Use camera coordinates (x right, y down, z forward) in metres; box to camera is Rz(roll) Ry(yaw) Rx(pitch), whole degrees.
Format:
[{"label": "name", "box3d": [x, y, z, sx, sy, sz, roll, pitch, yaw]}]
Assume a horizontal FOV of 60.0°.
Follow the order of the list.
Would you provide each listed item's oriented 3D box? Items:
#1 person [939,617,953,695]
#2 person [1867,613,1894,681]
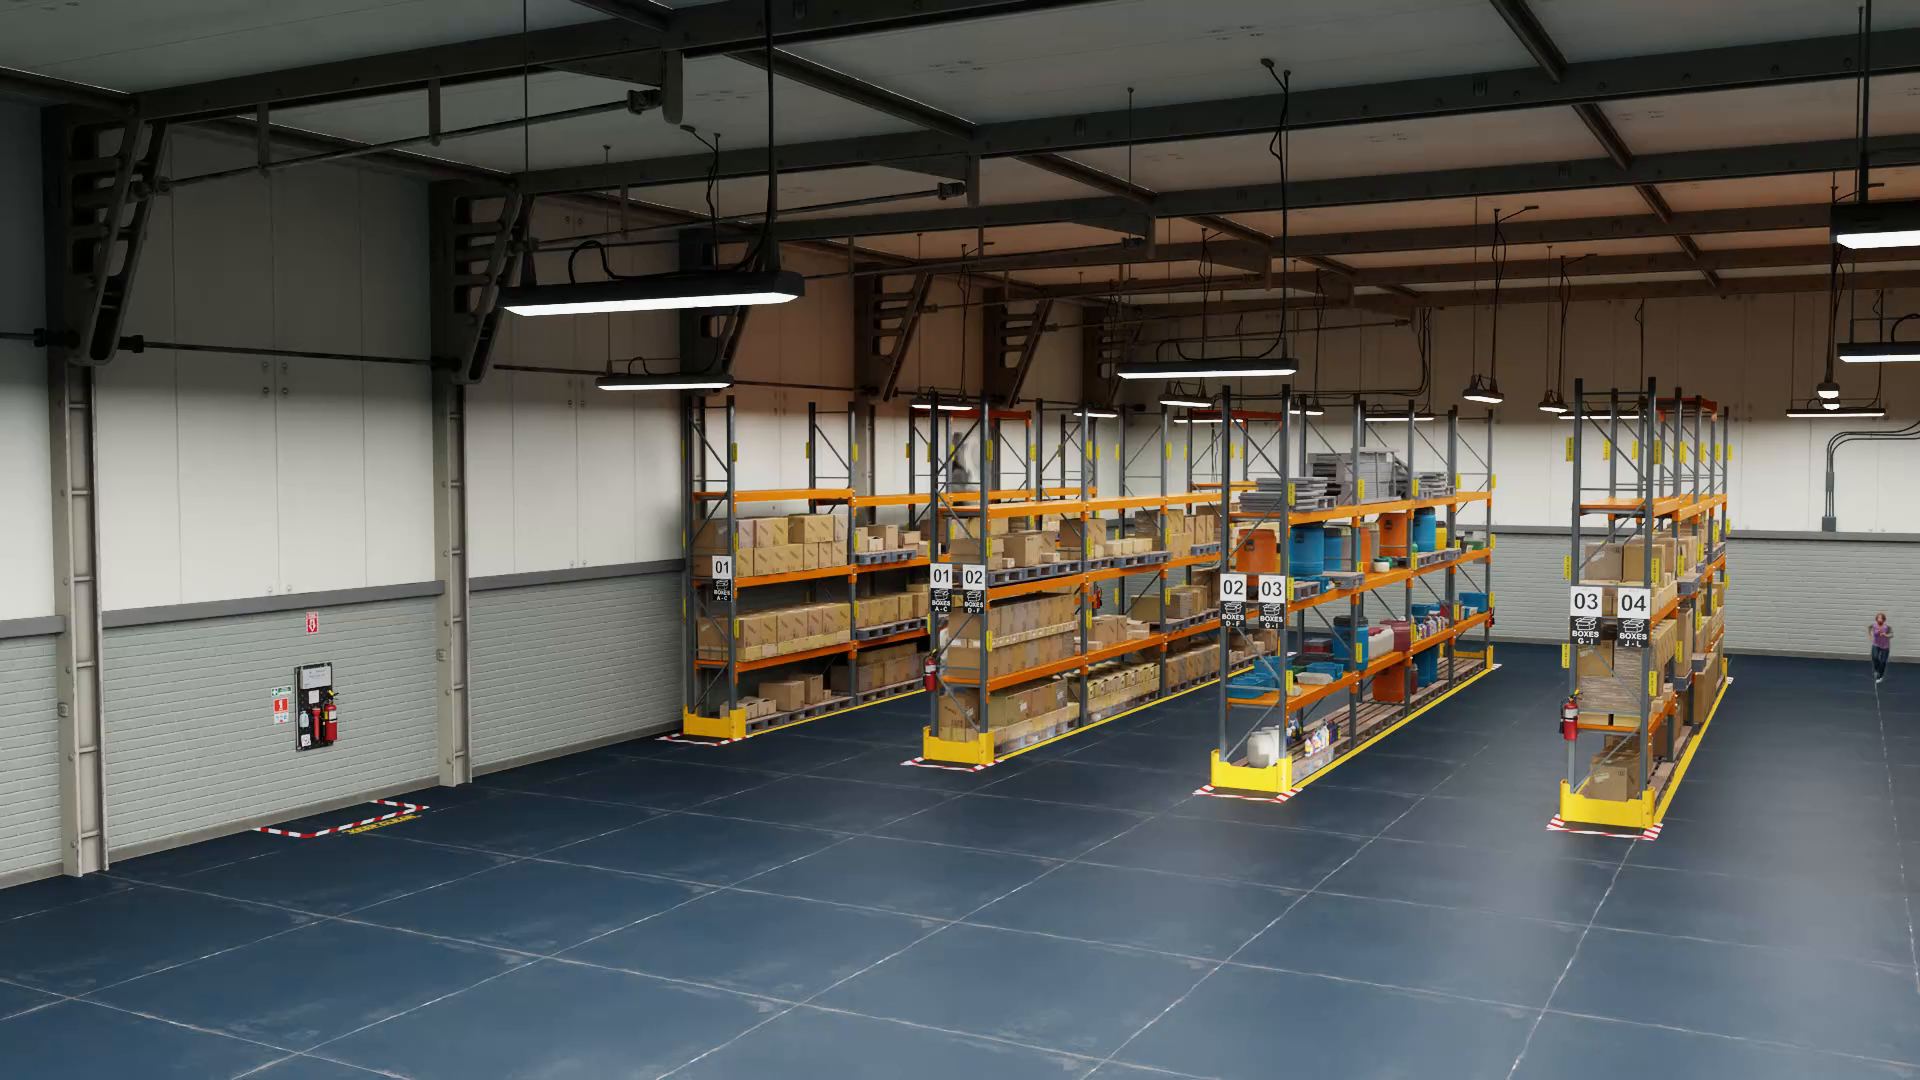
[{"label": "person", "box3d": [-0.191, 2.390, 33.320, 0.697, 1.735, 0.623, 1, 3, 20]}, {"label": "person", "box3d": [19.943, 2.334, 36.053, 0.525, 1.508, 0.797, 2, 4, 33]}]
